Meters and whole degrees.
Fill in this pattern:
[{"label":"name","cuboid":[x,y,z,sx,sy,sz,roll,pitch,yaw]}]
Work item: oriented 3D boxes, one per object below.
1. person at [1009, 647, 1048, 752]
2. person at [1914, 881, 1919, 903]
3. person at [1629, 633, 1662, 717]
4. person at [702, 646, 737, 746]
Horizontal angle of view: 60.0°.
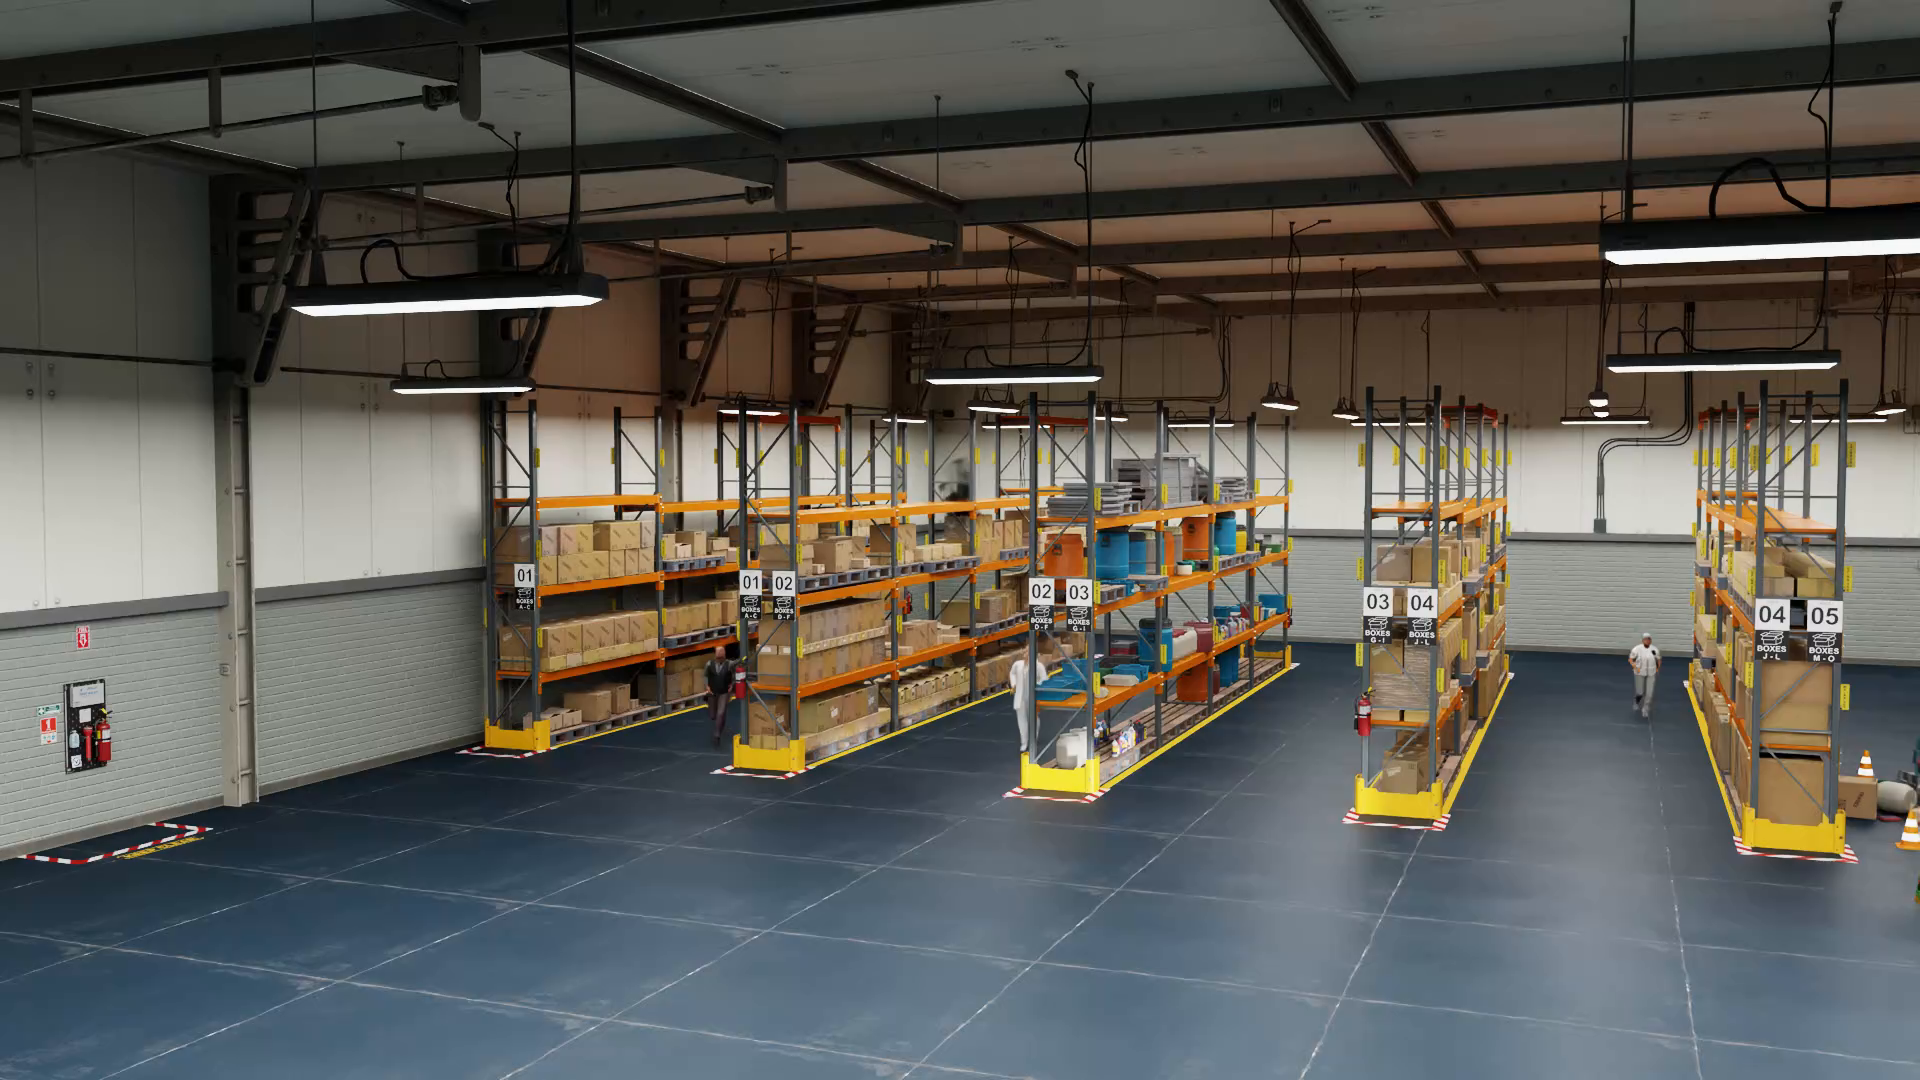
[{"label":"person","cuboid":[1.169,2.720,28.722,0.711,1.769,0.899,1,3,14]},{"label":"person","cuboid":[10.818,3.237,18.107,0.675,1.871,0.772,-1,3,-24]},{"label":"person","cuboid":[13.264,2.605,32.176,0.596,1.621,0.544,1,3,12]},{"label":"person","cuboid":[-4.246,2.729,29.429,0.643,1.710,0.997,0,3,9]}]
